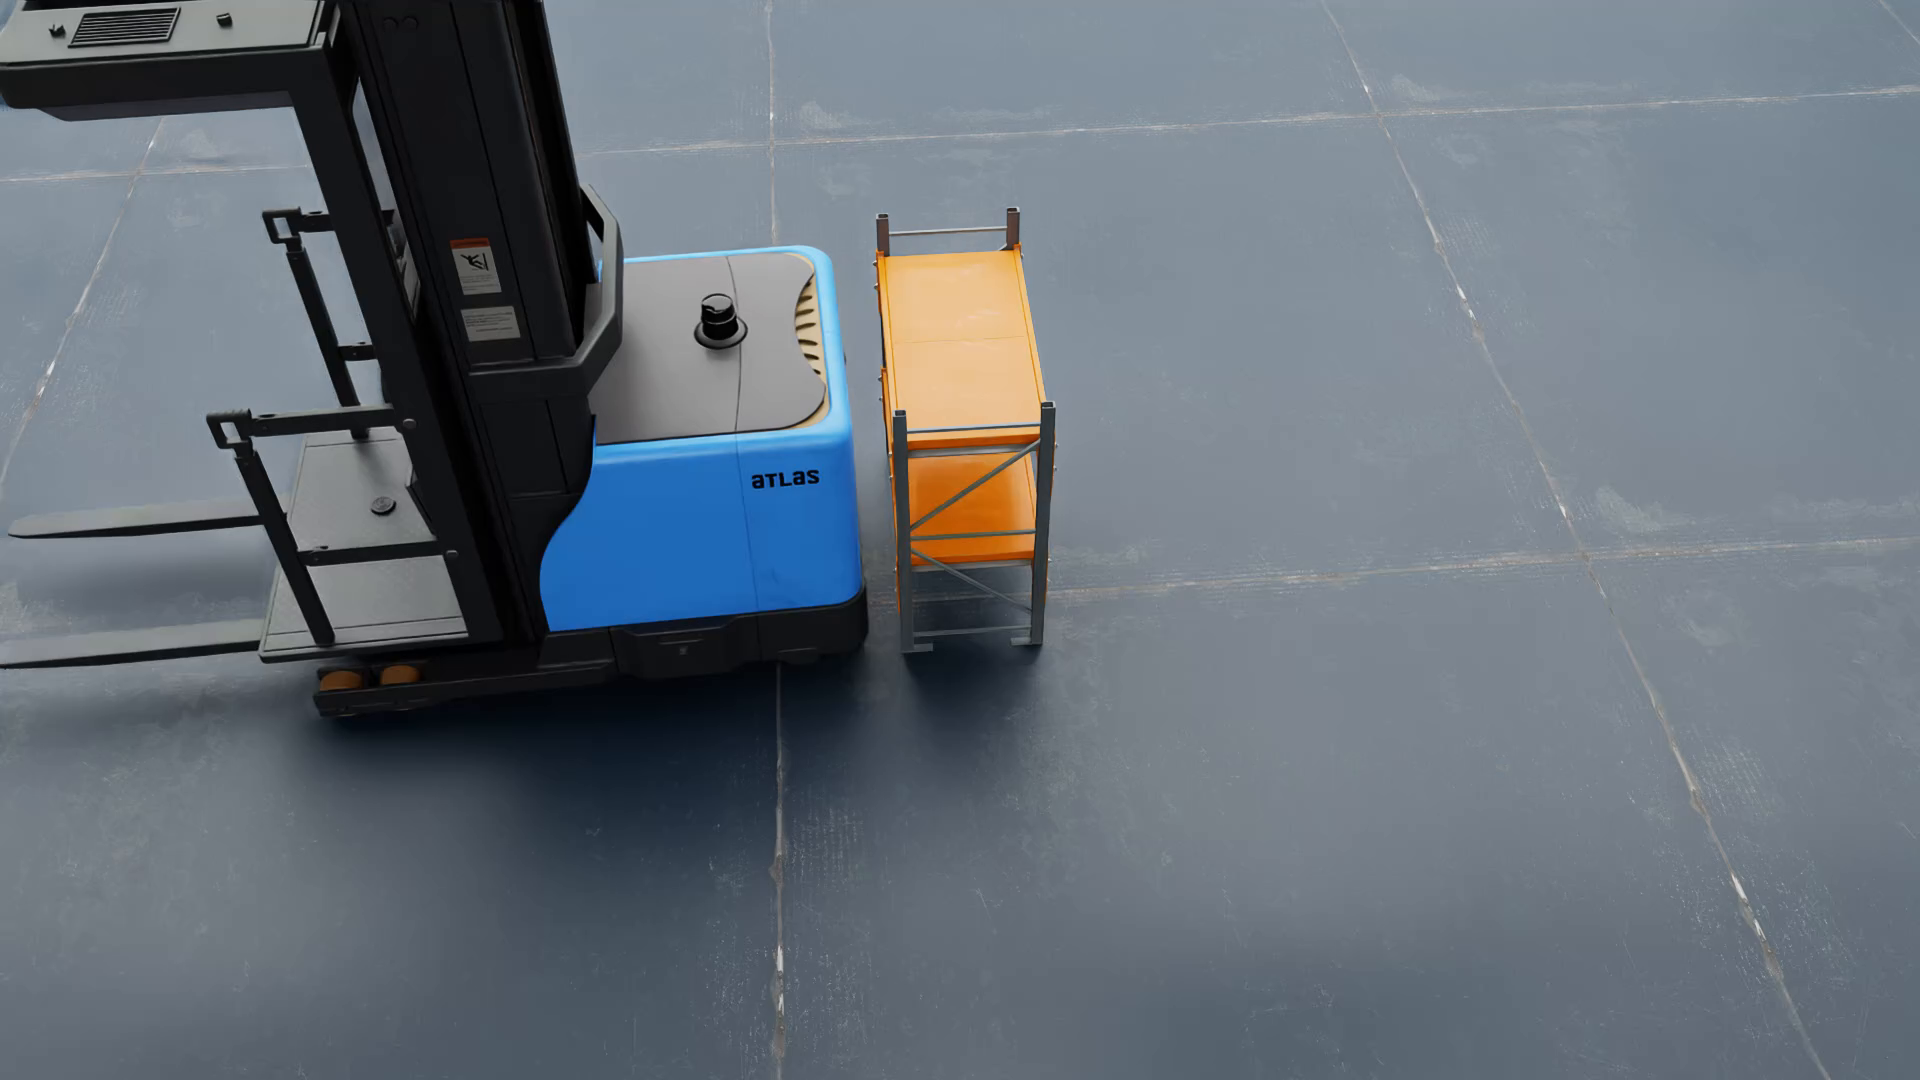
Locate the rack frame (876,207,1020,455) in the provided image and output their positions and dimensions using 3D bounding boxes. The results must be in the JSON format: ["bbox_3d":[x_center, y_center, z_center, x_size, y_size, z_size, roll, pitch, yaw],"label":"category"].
[{"bbox_3d":[-0.042,-0.750,6.185,0.500,1.125,0.032,-3,47,-3],"label":"rack frame"}]

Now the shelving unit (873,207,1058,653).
[{"bbox_3d":[0.001,-0.382,5.837,0.538,1.125,1.048,-3,47,-3],"label":"shelving unit"}]

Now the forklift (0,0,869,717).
[{"bbox_3d":[-1.879,-0.815,5.004,3.031,2.935,1.130,-5,47,-5],"label":"forklift"}]

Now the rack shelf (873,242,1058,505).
[{"bbox_3d":[0.001,-0.583,5.624,0.538,0.278,1.000,-3,47,-3],"label":"rack shelf"}]

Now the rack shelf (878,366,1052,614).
[{"bbox_3d":[0.001,-0.214,6.014,0.538,0.278,1.000,-3,47,-3],"label":"rack shelf"}]

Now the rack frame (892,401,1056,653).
[{"bbox_3d":[0.043,-0.014,5.489,0.500,1.125,0.032,-3,47,-3],"label":"rack frame"}]
